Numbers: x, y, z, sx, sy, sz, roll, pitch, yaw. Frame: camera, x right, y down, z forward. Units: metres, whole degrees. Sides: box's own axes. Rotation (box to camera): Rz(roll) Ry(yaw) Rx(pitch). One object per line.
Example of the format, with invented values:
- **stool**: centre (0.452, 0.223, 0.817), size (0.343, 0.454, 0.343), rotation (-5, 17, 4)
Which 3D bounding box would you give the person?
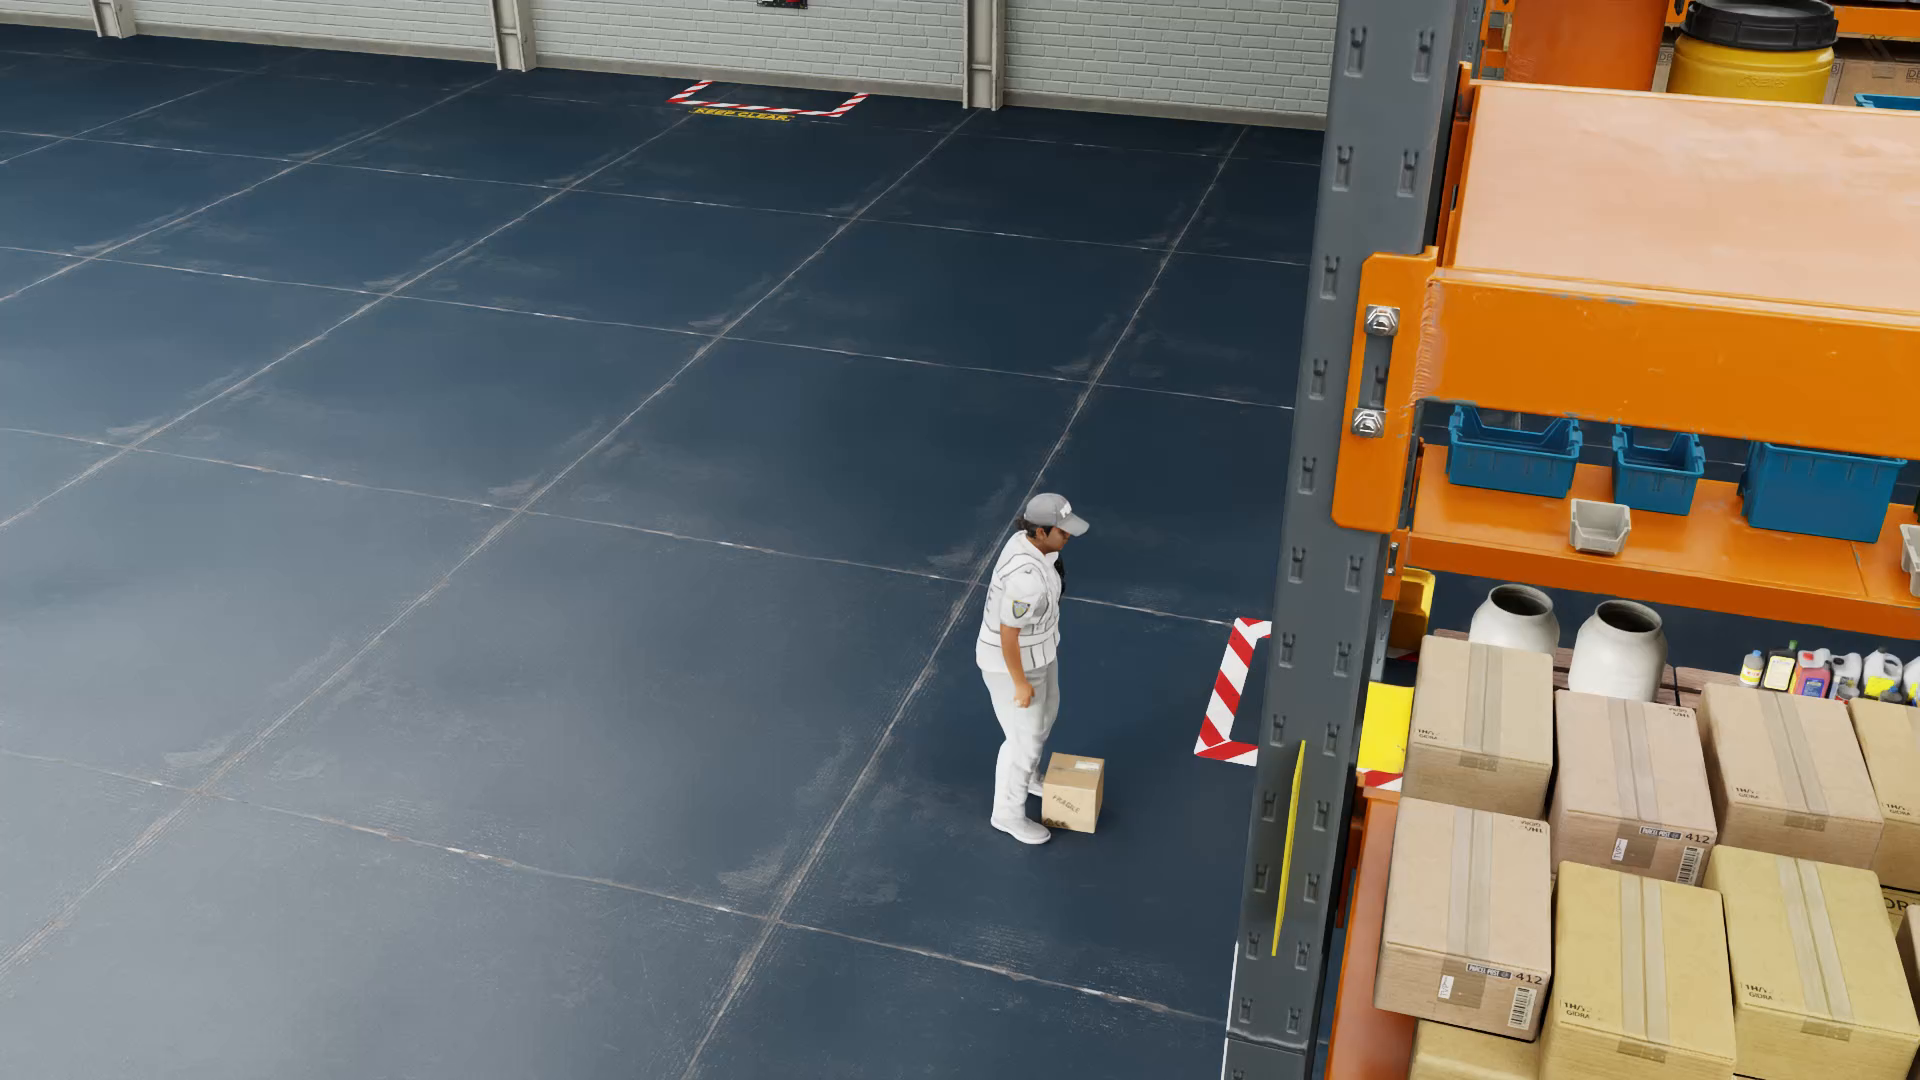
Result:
- **person**: centre (0.319, 0.543, 7.529), size (0.468, 1.665, 0.554), rotation (7, 30, 12)
